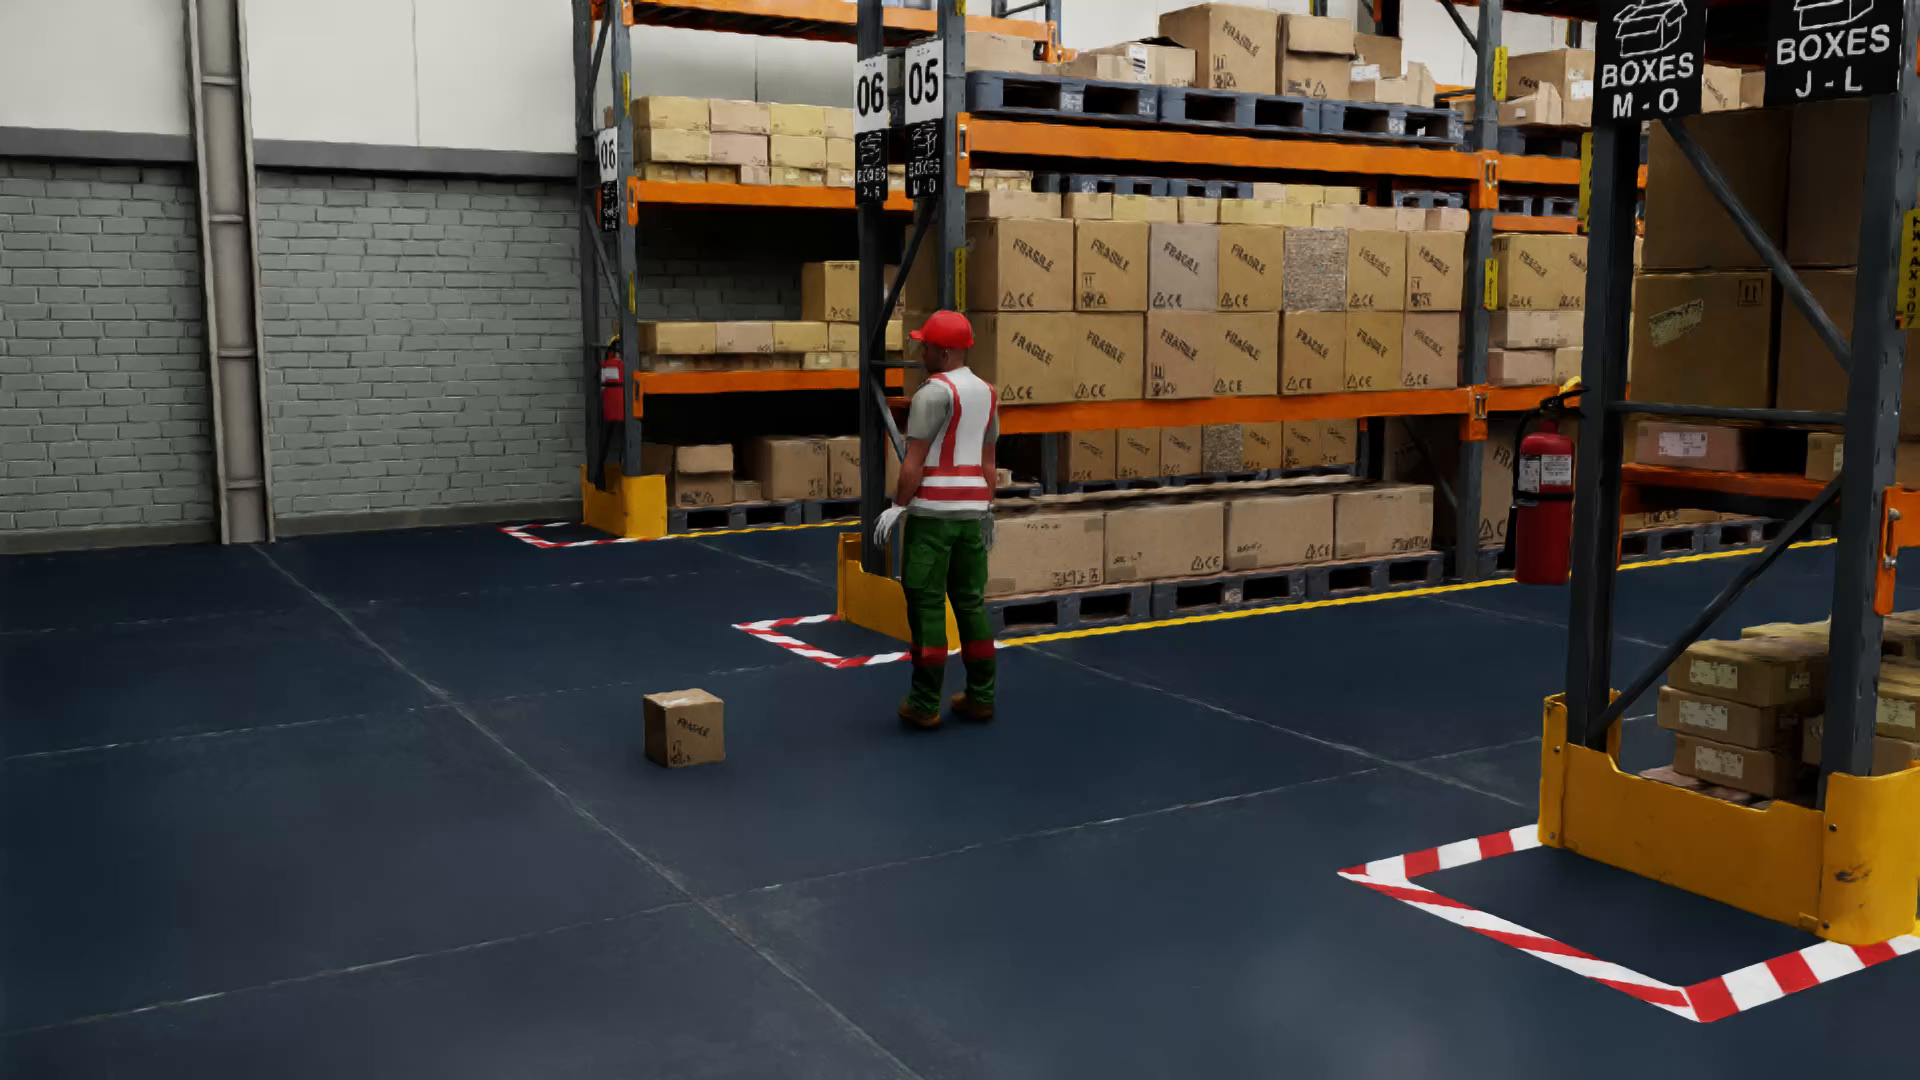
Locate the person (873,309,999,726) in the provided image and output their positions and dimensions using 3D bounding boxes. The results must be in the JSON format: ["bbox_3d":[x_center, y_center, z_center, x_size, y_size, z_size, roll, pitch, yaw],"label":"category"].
[{"bbox_3d":[-0.086,-0.097,7.236,0.388,1.796,0.634,6,10,38],"label":"person"}]
